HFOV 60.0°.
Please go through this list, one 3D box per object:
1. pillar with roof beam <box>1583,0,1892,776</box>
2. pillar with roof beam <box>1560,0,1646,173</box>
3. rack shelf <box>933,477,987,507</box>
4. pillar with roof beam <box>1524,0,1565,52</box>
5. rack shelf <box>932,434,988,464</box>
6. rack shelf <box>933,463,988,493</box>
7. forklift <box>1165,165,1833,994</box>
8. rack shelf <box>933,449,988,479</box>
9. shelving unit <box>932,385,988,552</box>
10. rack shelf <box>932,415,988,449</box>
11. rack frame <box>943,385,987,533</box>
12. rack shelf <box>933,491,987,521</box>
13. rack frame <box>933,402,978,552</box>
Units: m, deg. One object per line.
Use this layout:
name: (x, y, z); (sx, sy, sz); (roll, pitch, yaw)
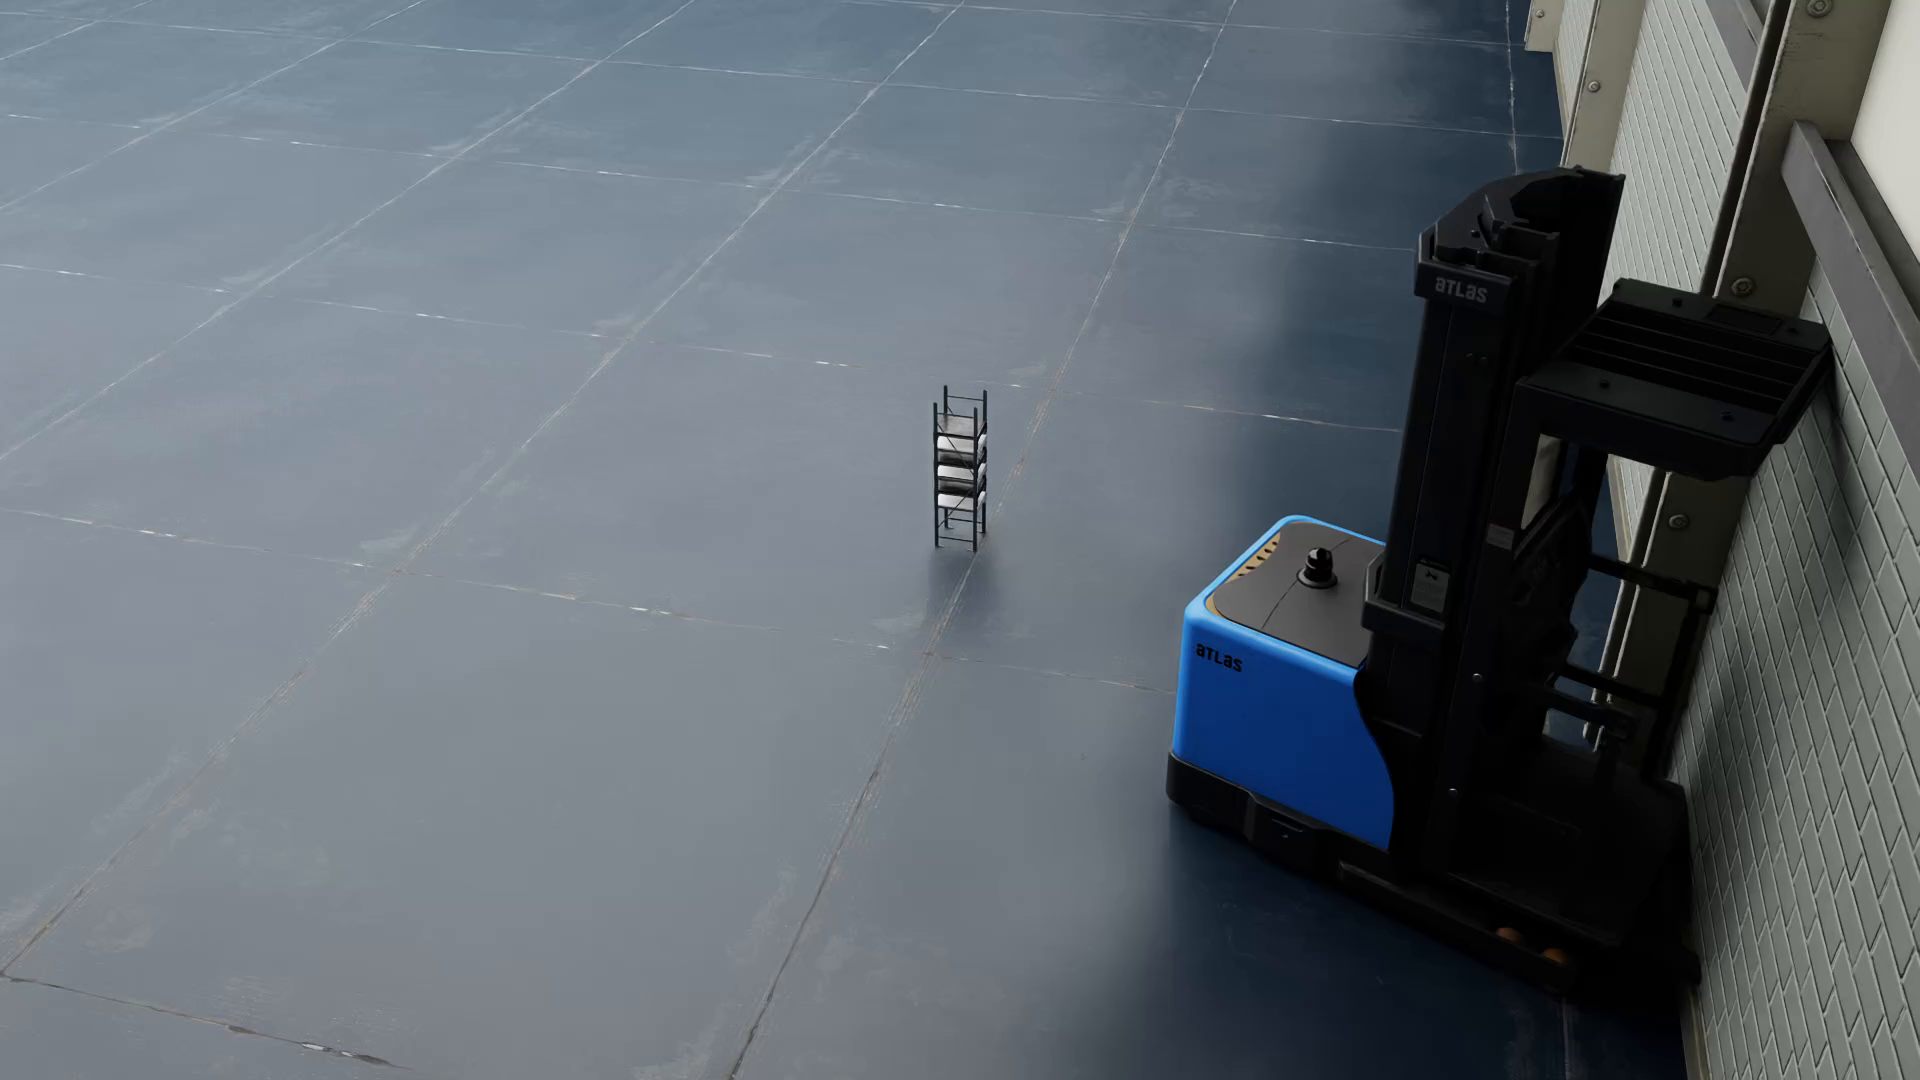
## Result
pillar with roof beam: (-1.107, -3.354, 6.208); (9.100, 9.000, 0.400); (8, 33, 12)
pillar with roof beam: (0.415, -6.468, 11.106); (9.100, 9.000, 0.400); (8, 33, 12)
rack shelf: (0.002, -0.280, 9.151); (0.258, 0.077, 0.200); (8, 33, 12)
pillar with roof beam: (1.938, -9.581, 16.003); (9.100, 9.000, 0.400); (8, 33, 12)
rack shelf: (0.002, -0.508, 9.006); (0.258, 0.077, 0.200); (8, 33, 12)
rack shelf: (0.002, -0.356, 9.103); (0.258, 0.077, 0.200); (8, 33, 12)
forklift: (2.405, 0.210, 6.257); (3.031, 2.935, 1.130); (21, 38, 30)
rack shelf: (0.002, -0.432, 9.055); (0.258, 0.077, 0.200); (8, 33, 12)
shelving unit: (0.002, -0.384, 9.085); (0.258, 0.900, 0.210); (8, 33, 12)
rack shelf: (0.002, -0.584, 8.958); (0.258, 0.077, 0.200); (8, 33, 12)
rack frame: (0.028, -0.437, 9.168); (0.240, 0.900, 0.006); (8, 33, 12)
rack shelf: (0.002, -0.204, 9.199); (0.258, 0.077, 0.200); (8, 33, 12)
rack frame: (-0.024, -0.331, 9.002); (0.240, 0.900, 0.006); (8, 33, 12)
